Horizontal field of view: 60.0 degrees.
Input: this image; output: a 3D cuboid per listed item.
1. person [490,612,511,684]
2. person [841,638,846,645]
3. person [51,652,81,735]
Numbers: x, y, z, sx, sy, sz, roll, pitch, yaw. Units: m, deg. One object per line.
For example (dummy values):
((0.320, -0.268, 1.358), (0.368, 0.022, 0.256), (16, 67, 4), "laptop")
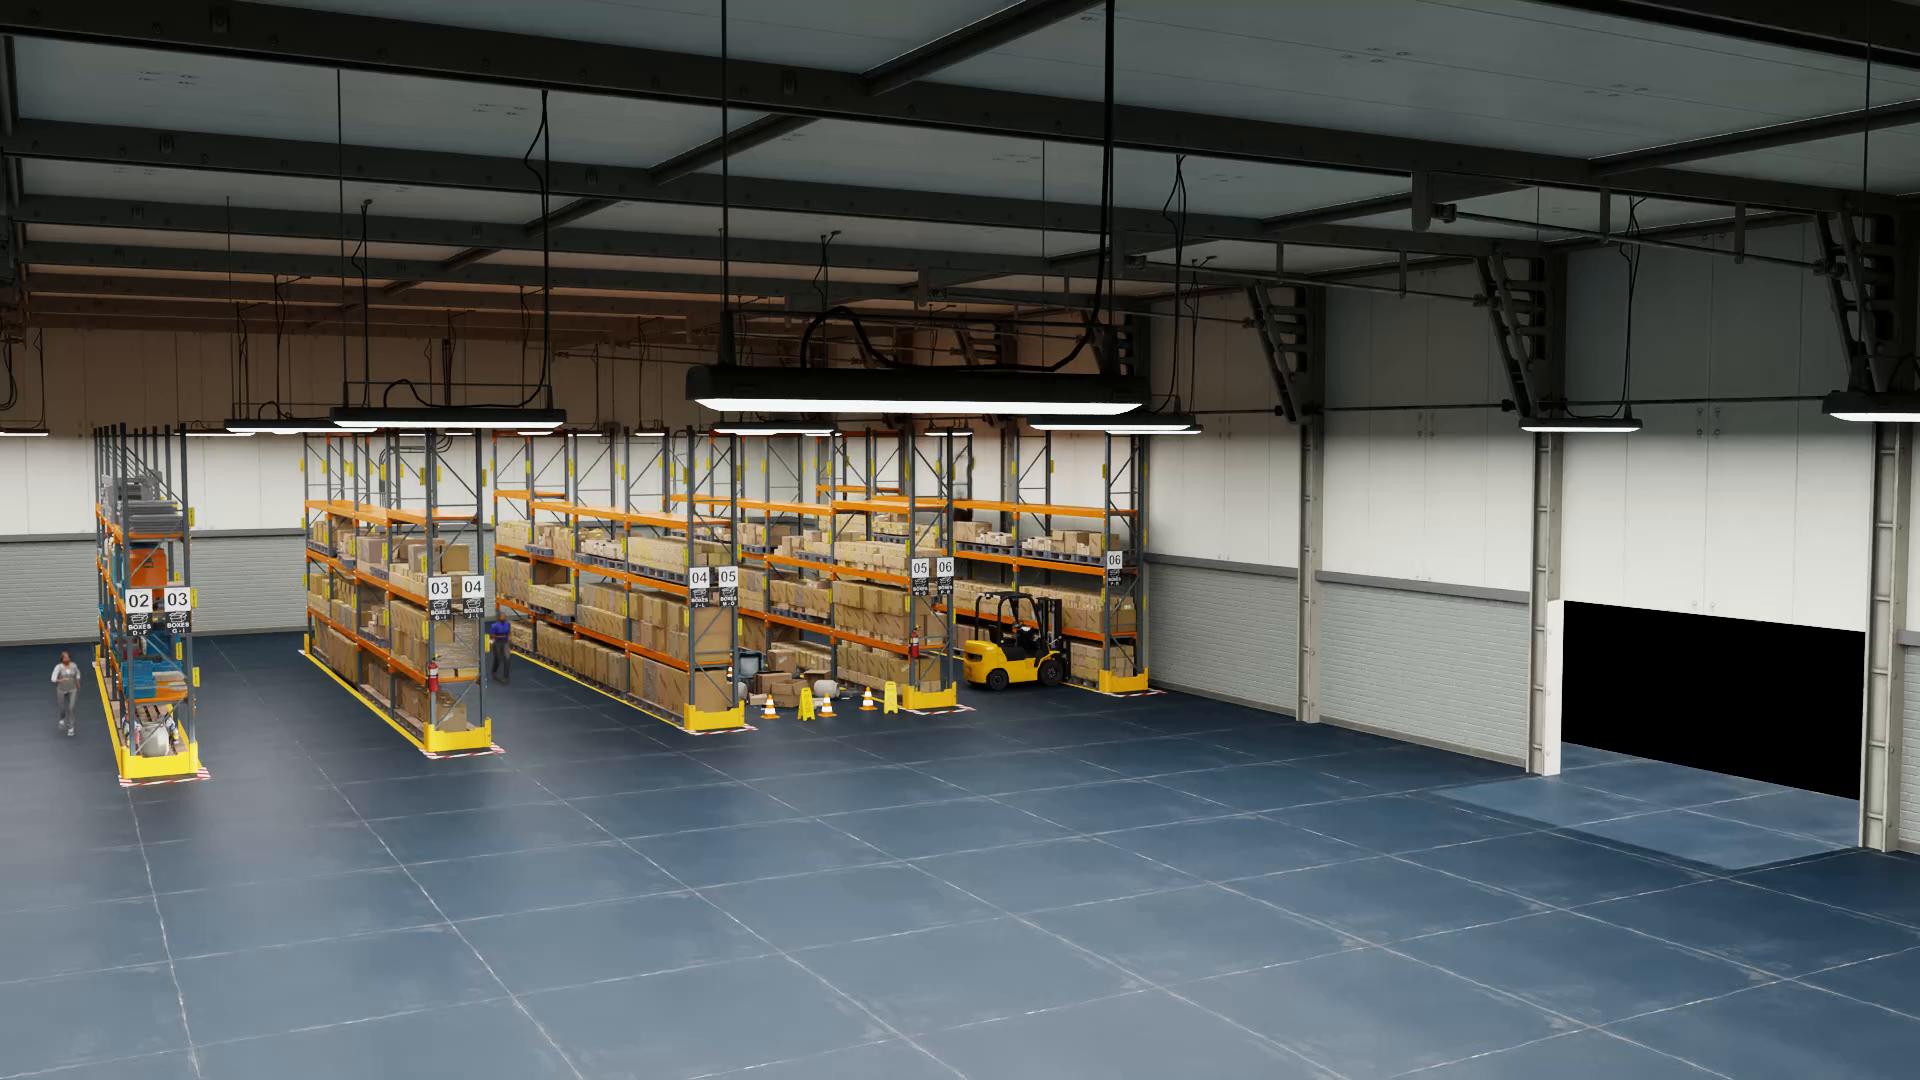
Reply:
((-10.847, 2.571, 39.258), (0.594, 1.611, 0.918), (-3, 5, -40), "person")
((-2.934, 2.189, 43.746), (0.671, 1.778, 0.991), (-2, 4, -29), "person")
((-17.325, 2.949, 32.240), (0.537, 1.586, 0.881), (-3, 4, -37), "person")
